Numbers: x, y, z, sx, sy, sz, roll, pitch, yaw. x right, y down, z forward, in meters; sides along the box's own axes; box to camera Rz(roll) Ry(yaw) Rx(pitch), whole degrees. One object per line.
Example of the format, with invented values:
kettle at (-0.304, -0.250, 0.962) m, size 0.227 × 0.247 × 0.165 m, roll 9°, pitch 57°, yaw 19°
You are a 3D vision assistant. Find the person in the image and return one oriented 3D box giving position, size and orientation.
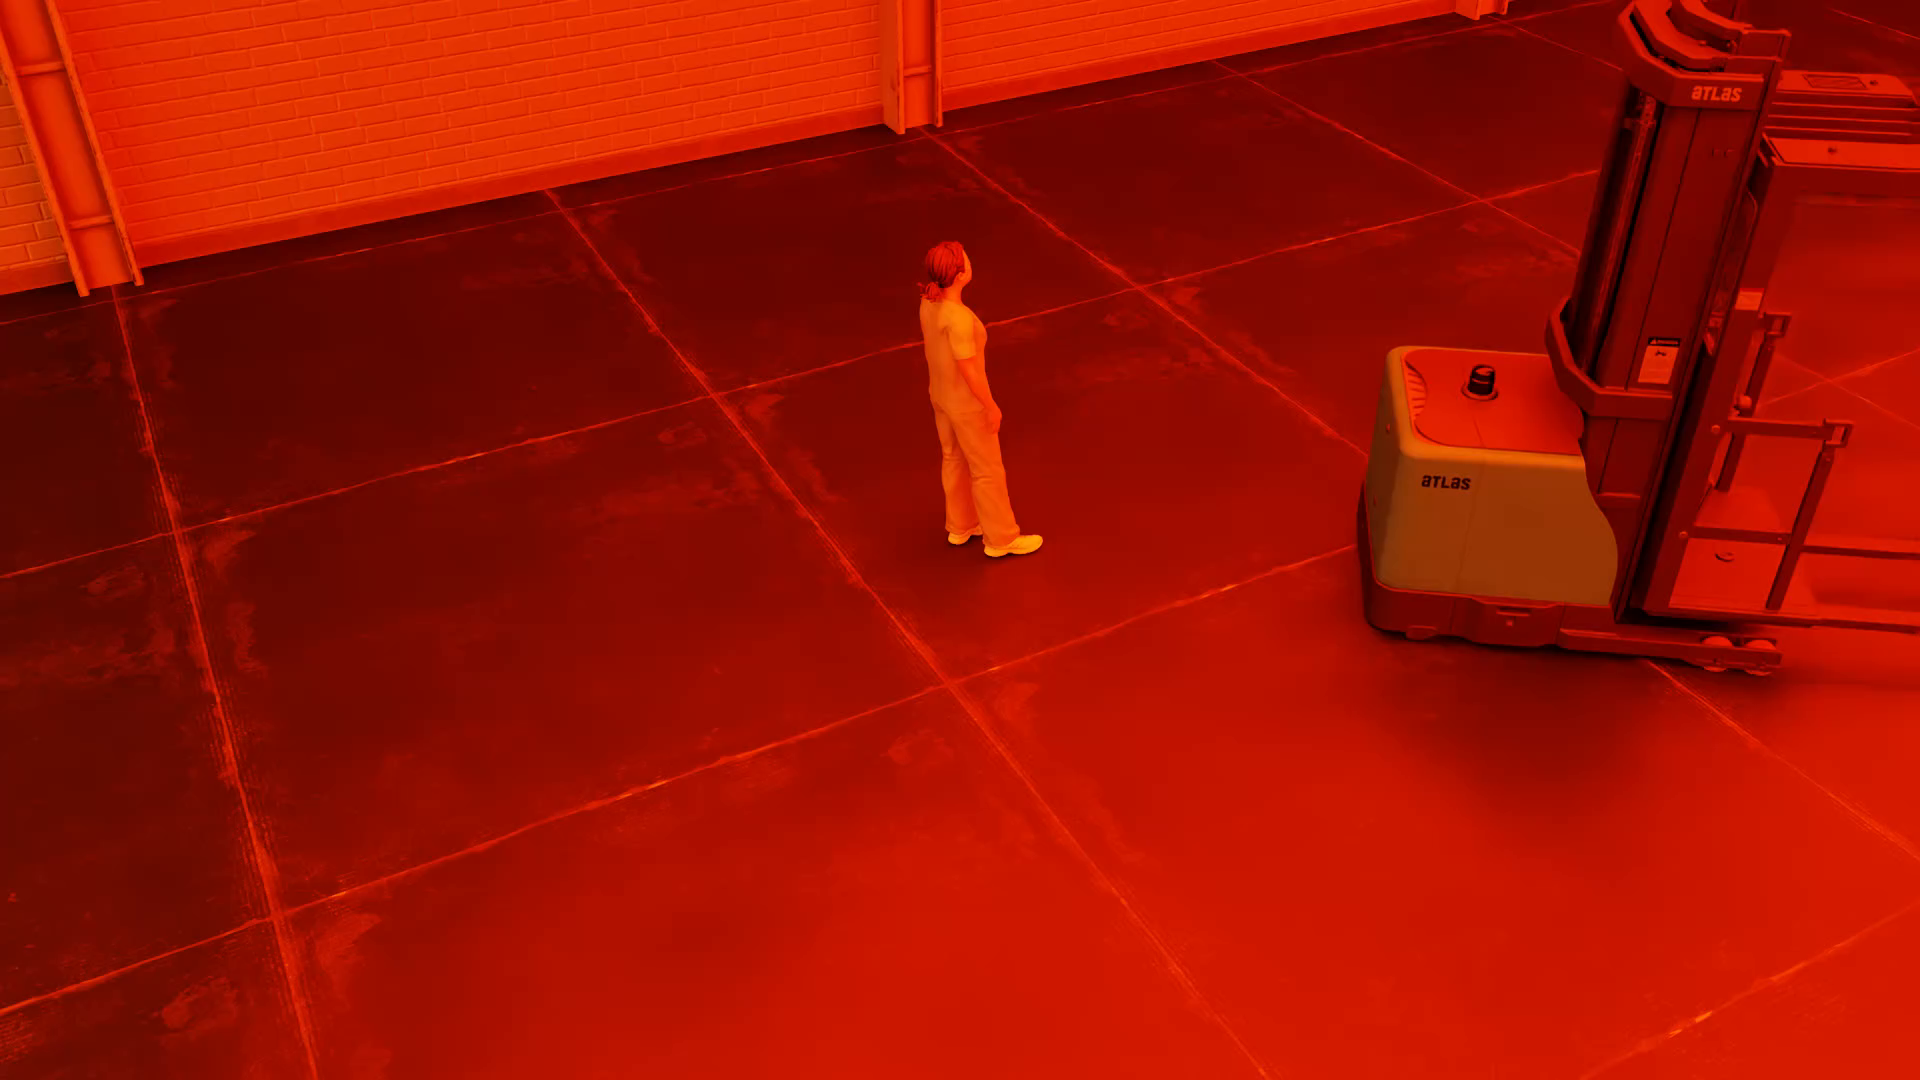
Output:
person at (0.072, -0.703, 8.193) m, size 0.548 × 1.673 × 0.550 m, roll -17°, pitch 39°, yaw -23°

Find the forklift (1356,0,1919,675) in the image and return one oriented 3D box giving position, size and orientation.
forklift at (3.517, -0.893, 7.387) m, size 3.031 × 2.935 × 1.130 m, roll 5°, pitch 36°, yaw 6°
